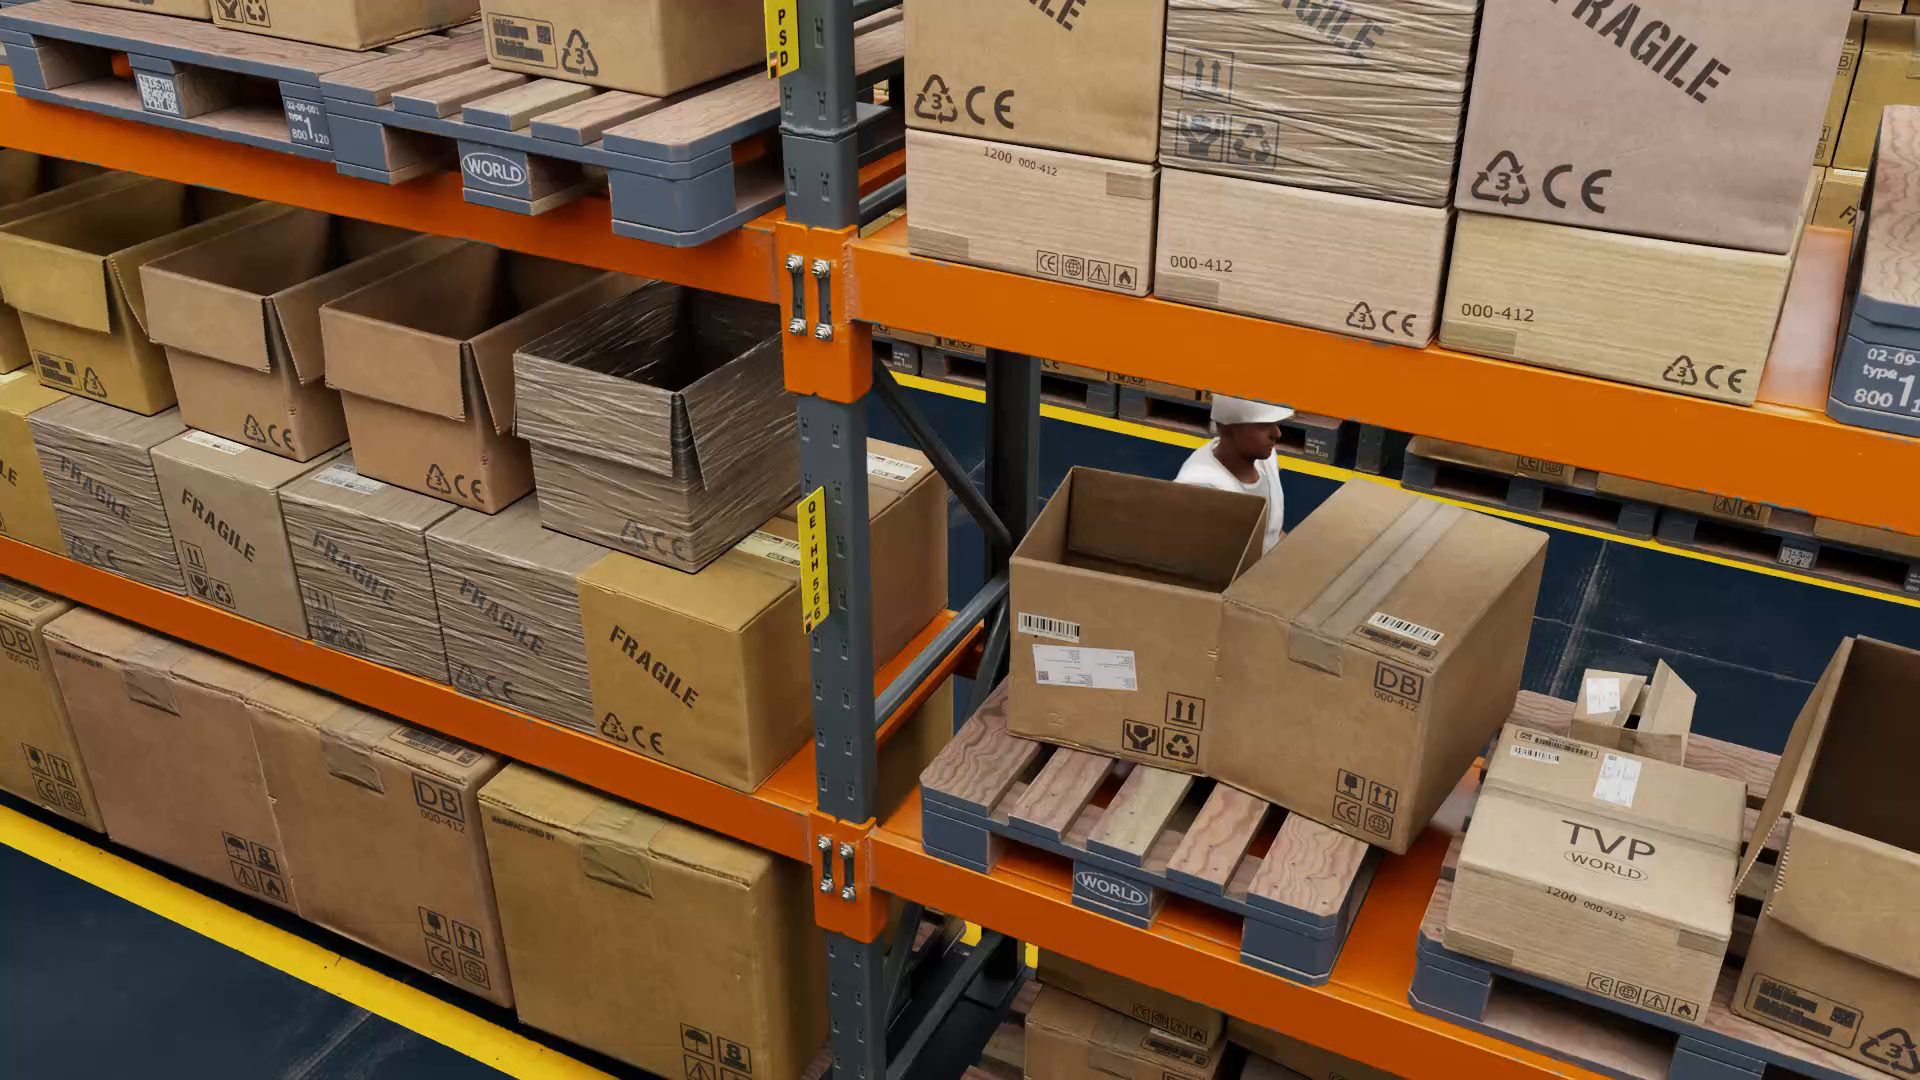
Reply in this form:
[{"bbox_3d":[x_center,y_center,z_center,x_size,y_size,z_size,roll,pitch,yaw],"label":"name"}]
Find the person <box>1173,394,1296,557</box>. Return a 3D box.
[{"bbox_3d":[0.952,0.272,5.629,0.509,1.788,0.546,20,35,31],"label":"person"}]
